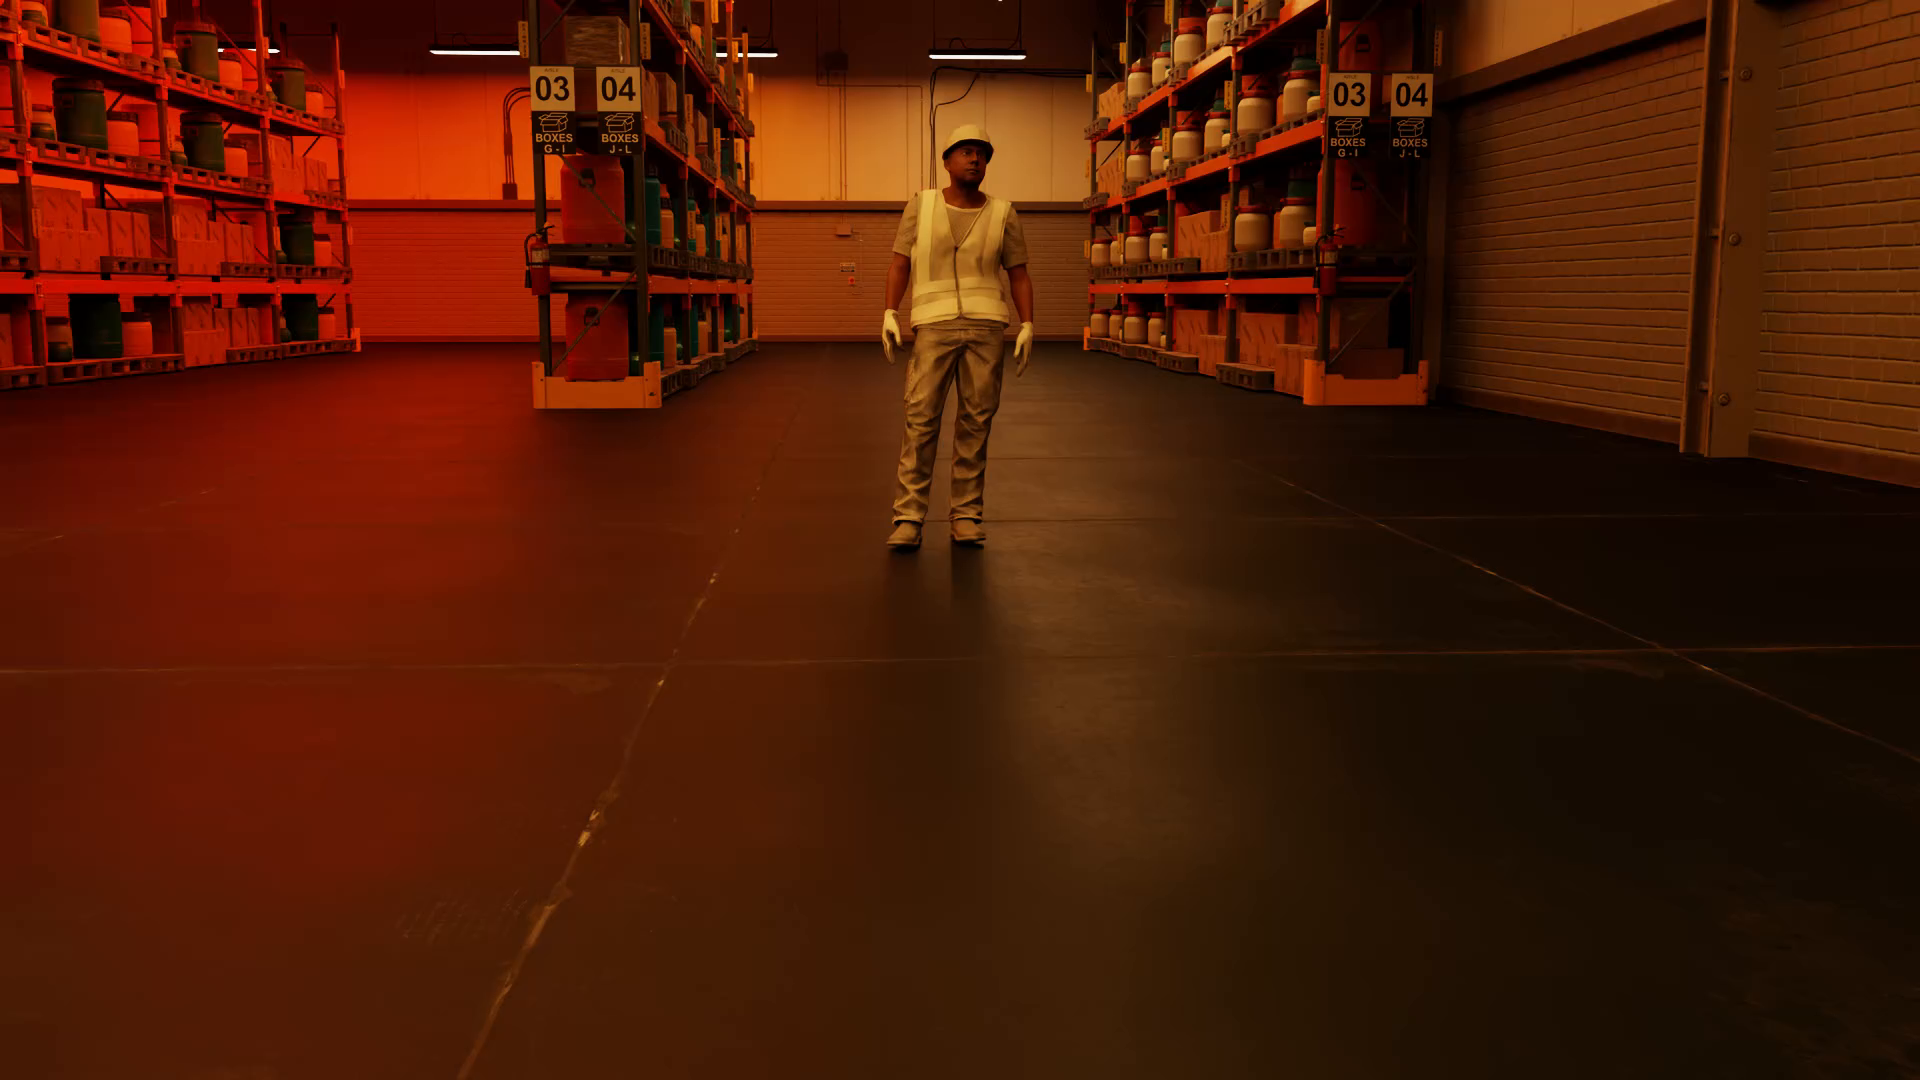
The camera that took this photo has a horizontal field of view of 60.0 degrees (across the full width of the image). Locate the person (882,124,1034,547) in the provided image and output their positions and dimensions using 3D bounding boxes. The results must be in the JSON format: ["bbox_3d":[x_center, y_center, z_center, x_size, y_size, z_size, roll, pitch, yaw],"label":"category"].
[{"bbox_3d":[-0.005,-0.879,7.107,0.656,1.782,0.577,-1,8,-4],"label":"person"}]
